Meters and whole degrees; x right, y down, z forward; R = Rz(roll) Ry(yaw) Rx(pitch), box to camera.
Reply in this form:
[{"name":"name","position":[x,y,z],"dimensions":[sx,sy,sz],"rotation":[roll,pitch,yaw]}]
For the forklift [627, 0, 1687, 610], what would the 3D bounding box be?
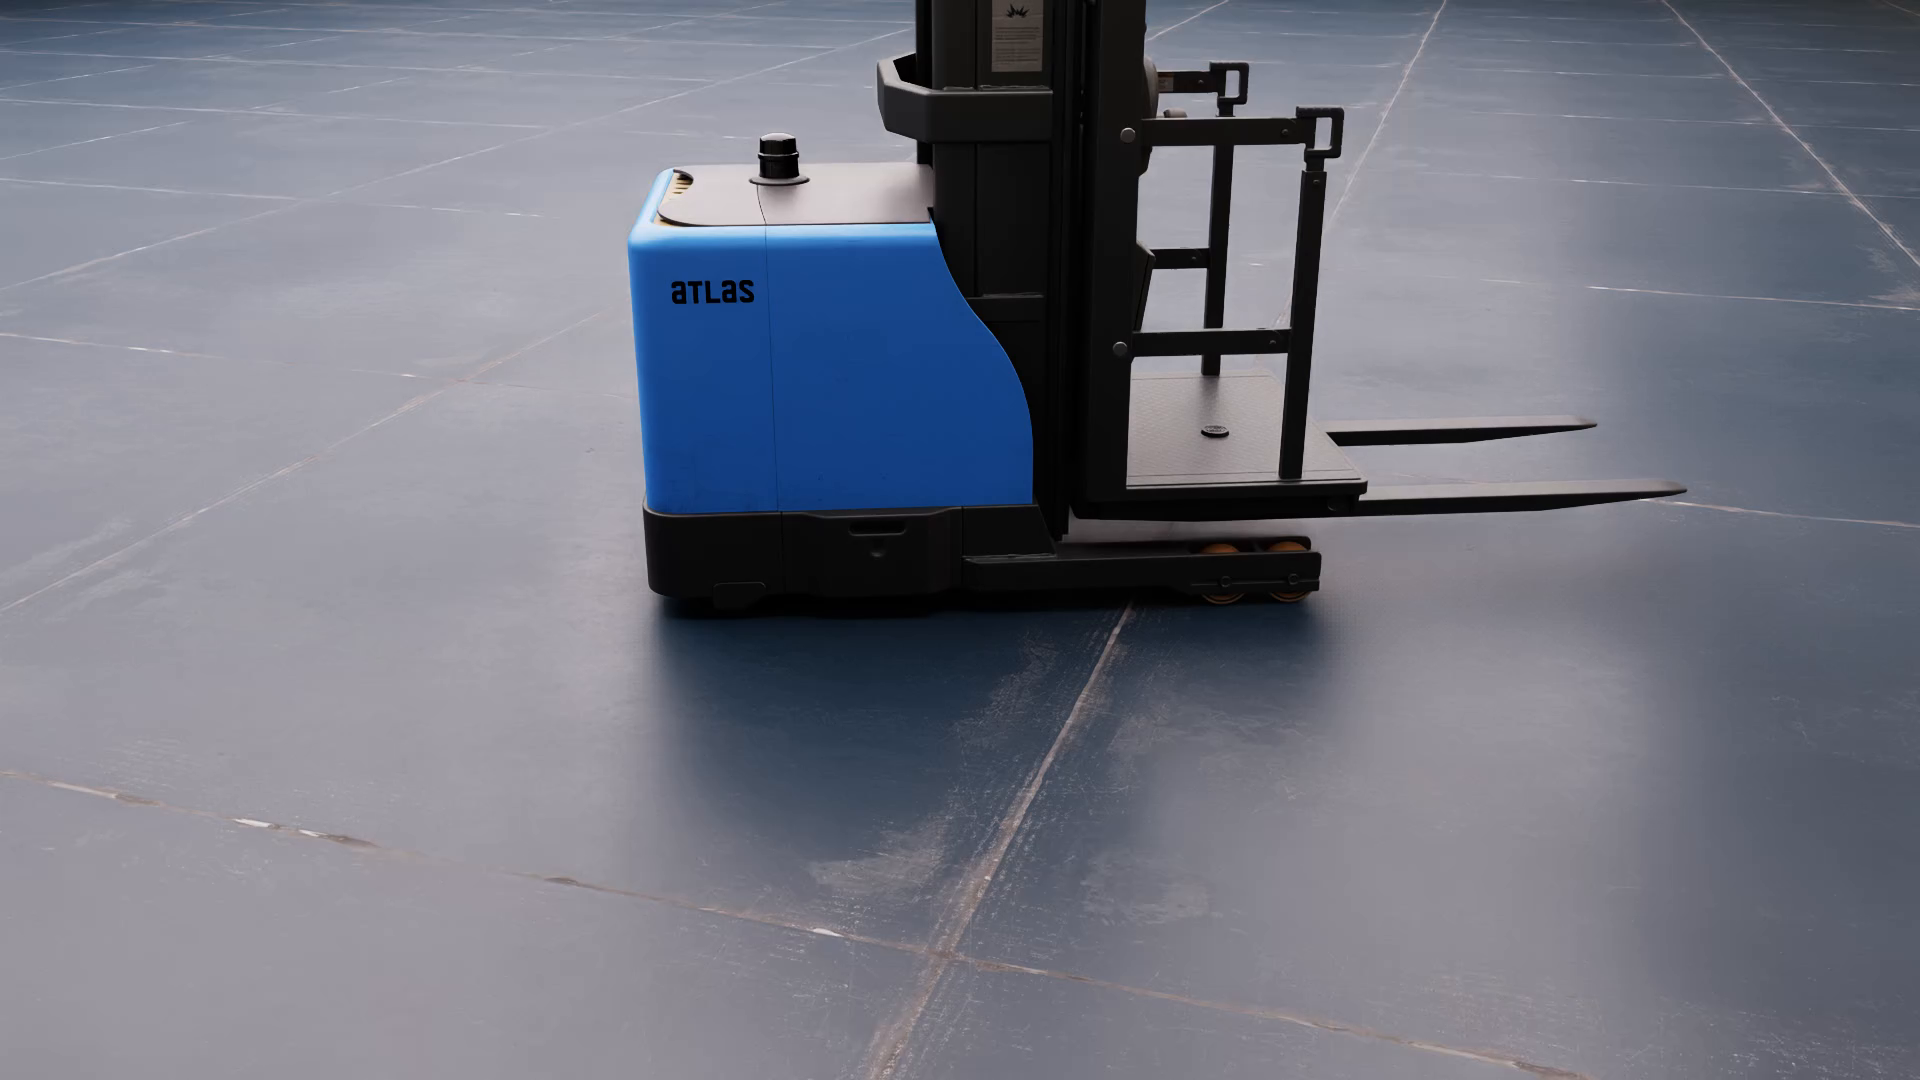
[{"name":"forklift","position":[0.606,-1.374,4.608],"dimensions":[3.031,2.935,1.130],"rotation":[-2,23,-4]}]
